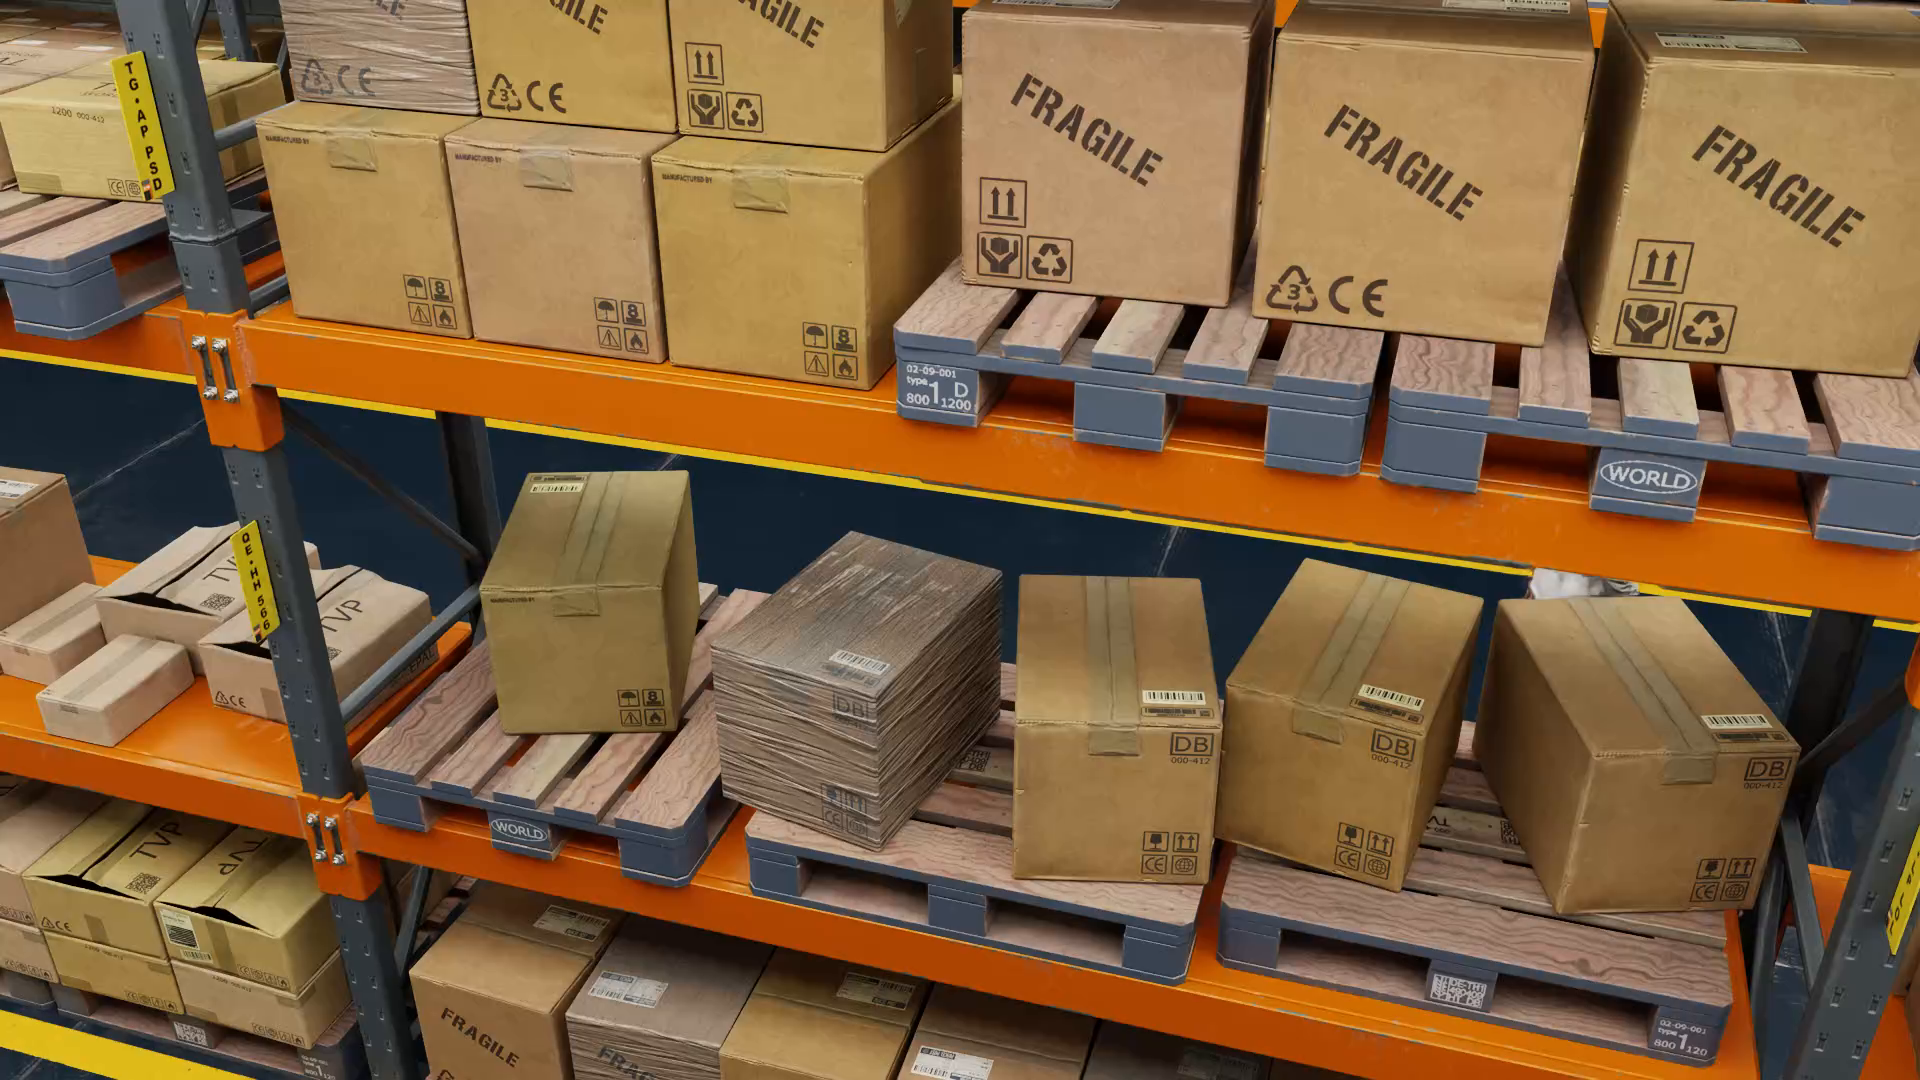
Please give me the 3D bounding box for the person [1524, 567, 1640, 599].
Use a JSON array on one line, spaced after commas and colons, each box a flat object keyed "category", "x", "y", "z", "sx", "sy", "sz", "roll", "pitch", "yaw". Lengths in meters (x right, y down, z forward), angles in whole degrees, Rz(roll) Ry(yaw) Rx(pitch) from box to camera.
[{"category": "person", "x": 2.516, "y": 0.275, "z": 6.614, "sx": 0.840, "sy": 1.786, "sz": 0.590, "roll": 2, "pitch": 29, "yaw": 3}]
